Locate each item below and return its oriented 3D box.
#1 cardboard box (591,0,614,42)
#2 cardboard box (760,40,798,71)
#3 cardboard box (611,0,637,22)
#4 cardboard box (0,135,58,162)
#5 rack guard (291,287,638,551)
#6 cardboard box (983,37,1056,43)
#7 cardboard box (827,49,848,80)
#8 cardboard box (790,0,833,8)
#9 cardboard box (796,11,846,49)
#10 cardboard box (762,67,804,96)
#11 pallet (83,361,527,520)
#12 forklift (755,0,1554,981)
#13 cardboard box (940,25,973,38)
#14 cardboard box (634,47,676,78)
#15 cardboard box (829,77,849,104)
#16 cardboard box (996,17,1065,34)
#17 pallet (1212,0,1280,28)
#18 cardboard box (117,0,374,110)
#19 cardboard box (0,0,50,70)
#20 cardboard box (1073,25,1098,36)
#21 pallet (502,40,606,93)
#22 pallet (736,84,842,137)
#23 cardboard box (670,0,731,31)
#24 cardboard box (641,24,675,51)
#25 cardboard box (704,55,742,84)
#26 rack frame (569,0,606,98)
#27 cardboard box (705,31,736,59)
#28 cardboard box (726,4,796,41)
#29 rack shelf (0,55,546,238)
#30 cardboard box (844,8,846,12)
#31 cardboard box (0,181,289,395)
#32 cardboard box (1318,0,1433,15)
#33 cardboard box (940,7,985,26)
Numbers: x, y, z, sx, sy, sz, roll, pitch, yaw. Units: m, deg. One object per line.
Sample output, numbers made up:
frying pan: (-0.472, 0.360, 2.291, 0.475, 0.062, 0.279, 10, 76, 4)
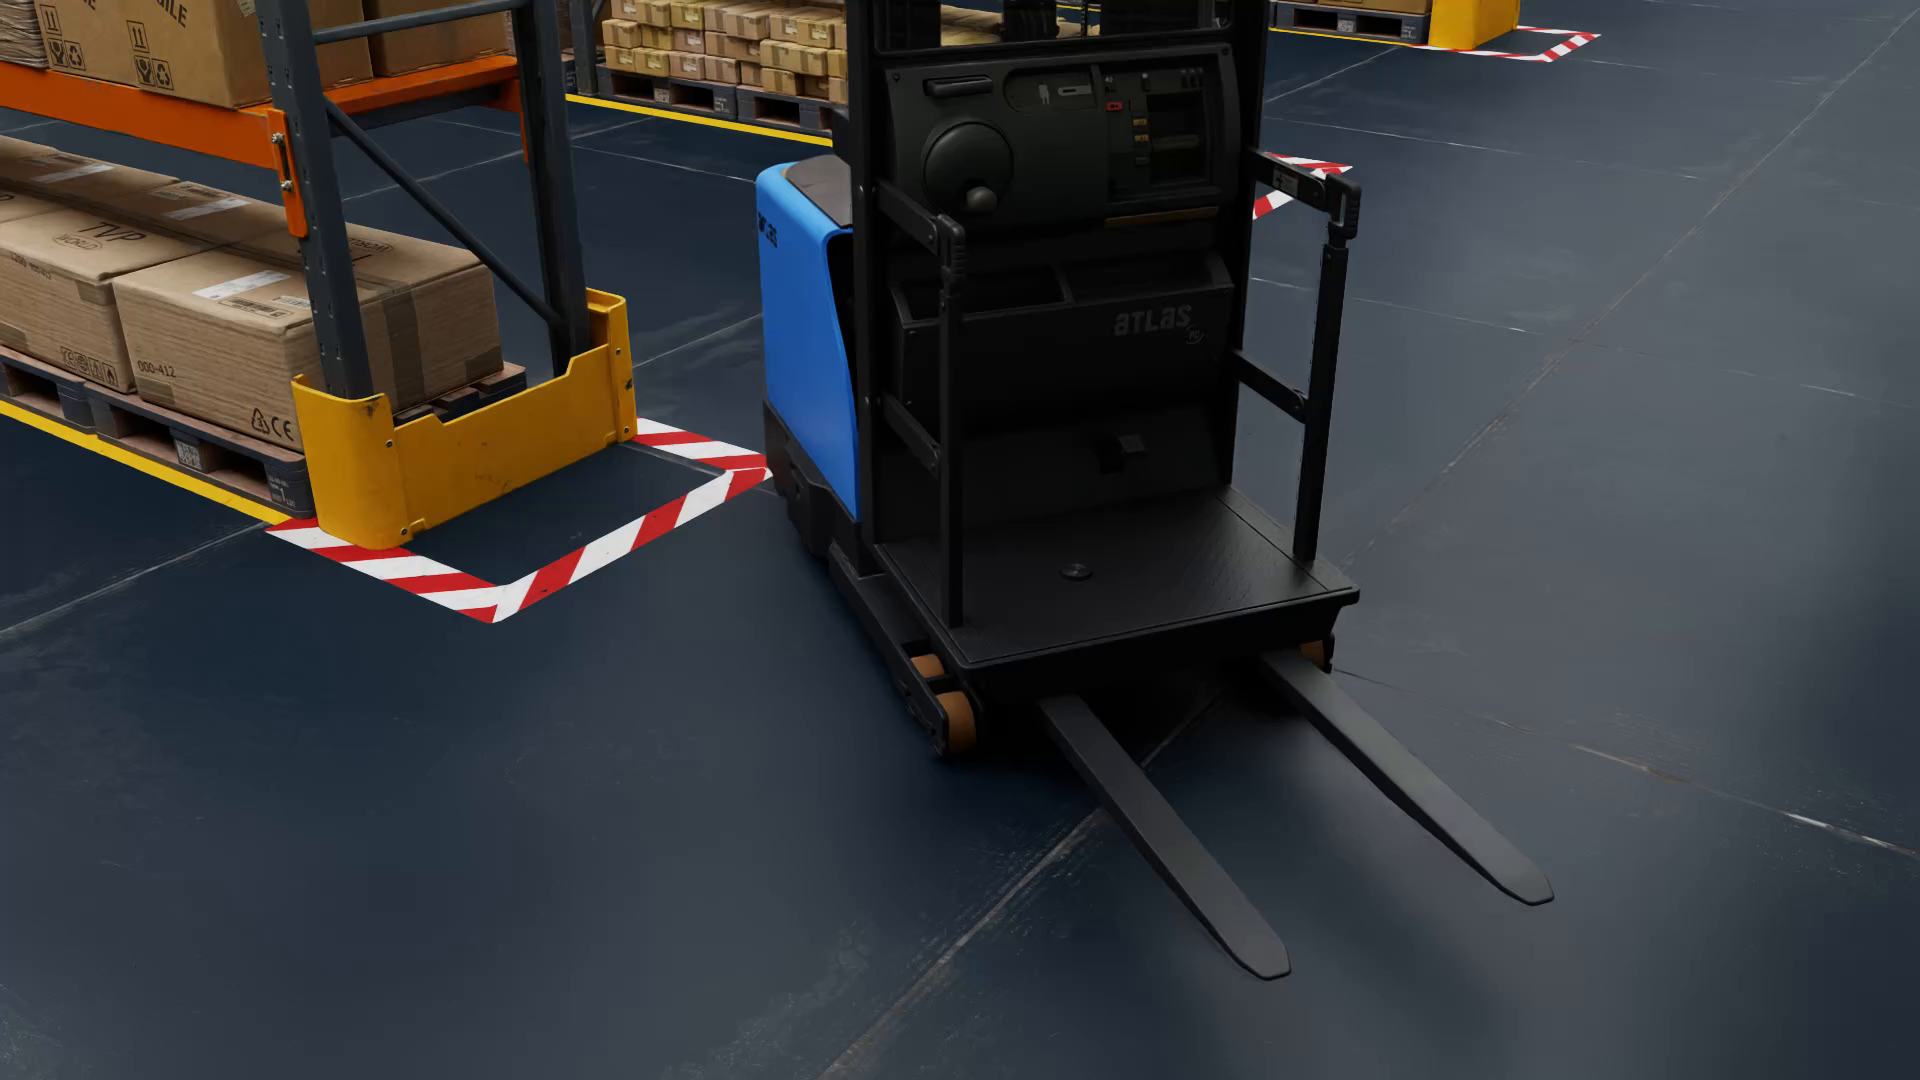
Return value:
cardboard box: (-2.667, -3.826, 11.754, 0.500, 0.500, 0.500, 19, 32, 32)
cardboard box: (-1.003, -2.982, 10.154, 0.250, 0.149, 0.380, 17, 32, 30)
cardboard box: (-2.041, -3.480, 10.805, 0.250, 0.149, 0.380, 19, 32, 32)
cardboard box: (-4.470, -1.431, 7.117, 0.875, 0.438, 0.875, 17, 31, 30)
rack guard: (-1.610, -0.440, 5.564, 0.348, 0.500, 1.175, 17, 32, 30)
cardboard box: (0.335, -2.746, 9.363, 0.250, 0.149, 0.380, 18, 32, 31)
cardboard box: (-0.572, -2.849, 9.892, 0.250, 0.149, 0.380, 19, 33, 33)
cardboard box: (-0.880, -3.409, 10.665, 0.250, 0.149, 0.380, 16, 31, 28)
cardboard box: (-0.768, -3.069, 9.998, 0.250, 0.149, 0.380, 17, 32, 31)
cardboard box: (-0.997, -2.849, 10.221, 0.250, 0.149, 0.380, 16, 31, 29)
pallet: (-2.333, -0.494, 5.987, 1.213, 0.211, 1.003, 17, 32, 30)
forklift: (0.347, -0.975, 3.934, 1.130, 2.935, 3.031, -10, 29, -19)
cardboard box: (-0.128, -2.855, 9.577, 0.250, 0.149, 0.380, 16, 31, 28)
cardboard box: (-1.870, -3.099, 10.712, 0.250, 0.149, 0.380, 18, 32, 32)
cardboard box: (-0.572, -2.717, 9.962, 0.250, 0.149, 0.380, 18, 32, 31)
cardboard box: (0.419, -3.019, 9.899, 0.250, 0.149, 0.380, 17, 32, 30)
pallet: (2.276, -4.512, 13.884, 1.213, 0.211, 1.003, 17, 32, 30)
cardboard box: (-2.178, -1.630, 5.035, 0.500, 0.500, 0.500, 18, 32, 31)
cardboard box: (-3.012, -1.893, 5.552, 0.500, 0.500, 0.500, 18, 32, 32)
cardboard box: (0.850, -2.880, 9.627, 0.250, 0.149, 0.380, 16, 31, 28)
pallet: (-2.851, -3.421, 11.739, 1.213, 0.211, 1.003, 17, 32, 30)
pallet: (-0.625, -2.749, 10.419, 1.213, 0.211, 1.003, 17, 32, 30)
cardboard box: (-1.611, -3.340, 10.531, 0.250, 0.149, 0.380, 17, 31, 30)
cardboard box: (-1.831, -3.269, 10.719, 0.250, 0.149, 0.380, 18, 32, 31)
cardboard box: (-1.399, -3.008, 10.533, 0.250, 0.149, 0.380, 17, 31, 29)
rack frame: (-2.208, -4.464, 10.715, 0.127, 3.000, 1.000, 17, 32, 30)
cardboard box: (-1.389, -3.150, 10.484, 0.250, 0.149, 0.380, 16, 31, 28)
cardboard box: (-1.220, -3.186, 10.228, 0.250, 0.149, 0.380, 18, 32, 31)
rack shelf: (-3.279, -1.753, 6.181, 4.000, 0.370, 1.077, 17, 32, 30)
cardboard box: (-0.508, -3.240, 10.333, 0.250, 0.149, 0.380, 17, 32, 30)
cardboard box: (-2.990, -0.970, 6.210, 0.875, 0.438, 0.875, 18, 32, 32)
cardboard box: (3.408, -4.640, 12.940, 0.875, 0.875, 0.875, 17, 32, 30)
cardboard box: (-0.055, -3.126, 10.110, 0.250, 0.149, 0.380, 19, 32, 32)
